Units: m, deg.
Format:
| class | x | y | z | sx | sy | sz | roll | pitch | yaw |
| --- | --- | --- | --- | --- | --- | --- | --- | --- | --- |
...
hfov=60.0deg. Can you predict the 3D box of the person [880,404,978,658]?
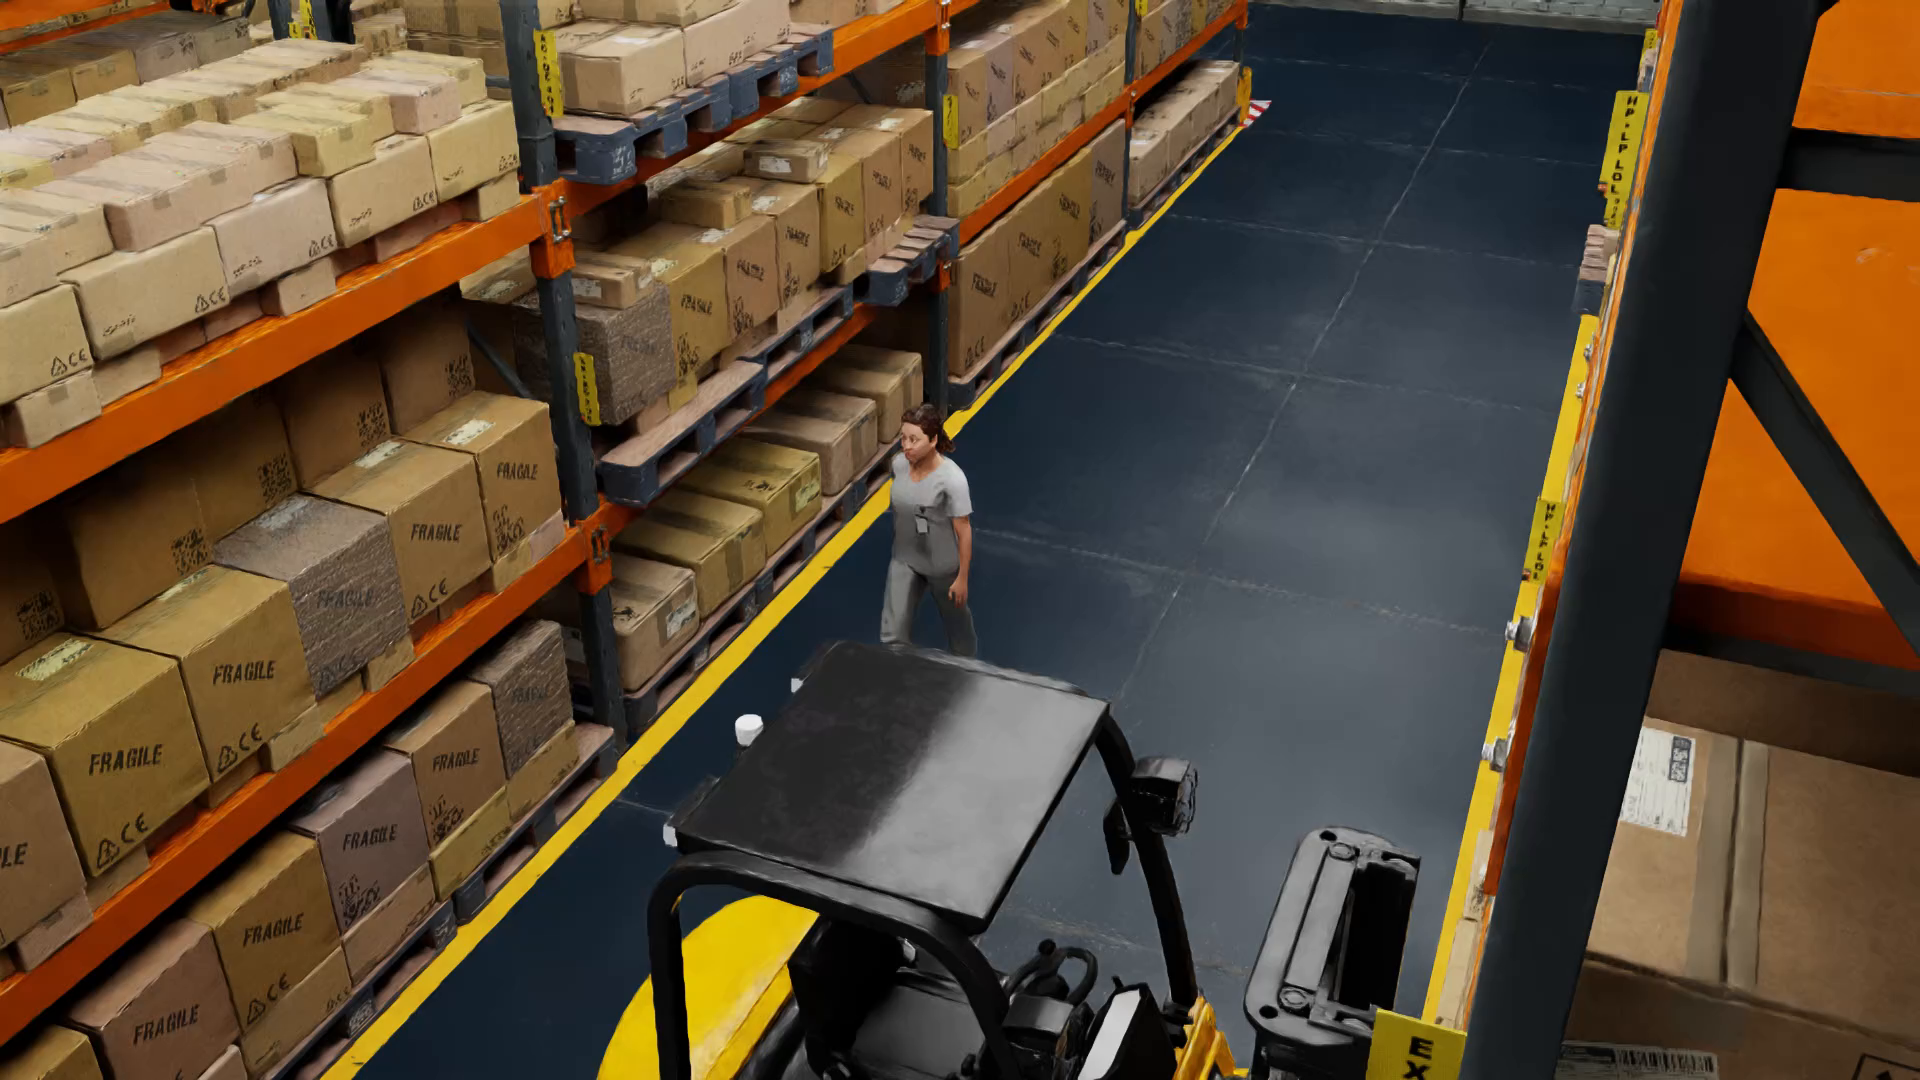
| class | x | y | z | sx | sy | sz | roll | pitch | yaw |
| --- | --- | --- | --- | --- | --- | --- | --- | --- | --- |
| person | -0.158 | 0.116 | 7.938 | 0.499 | 1.629 | 0.931 | 16 | 33 | 25 |
